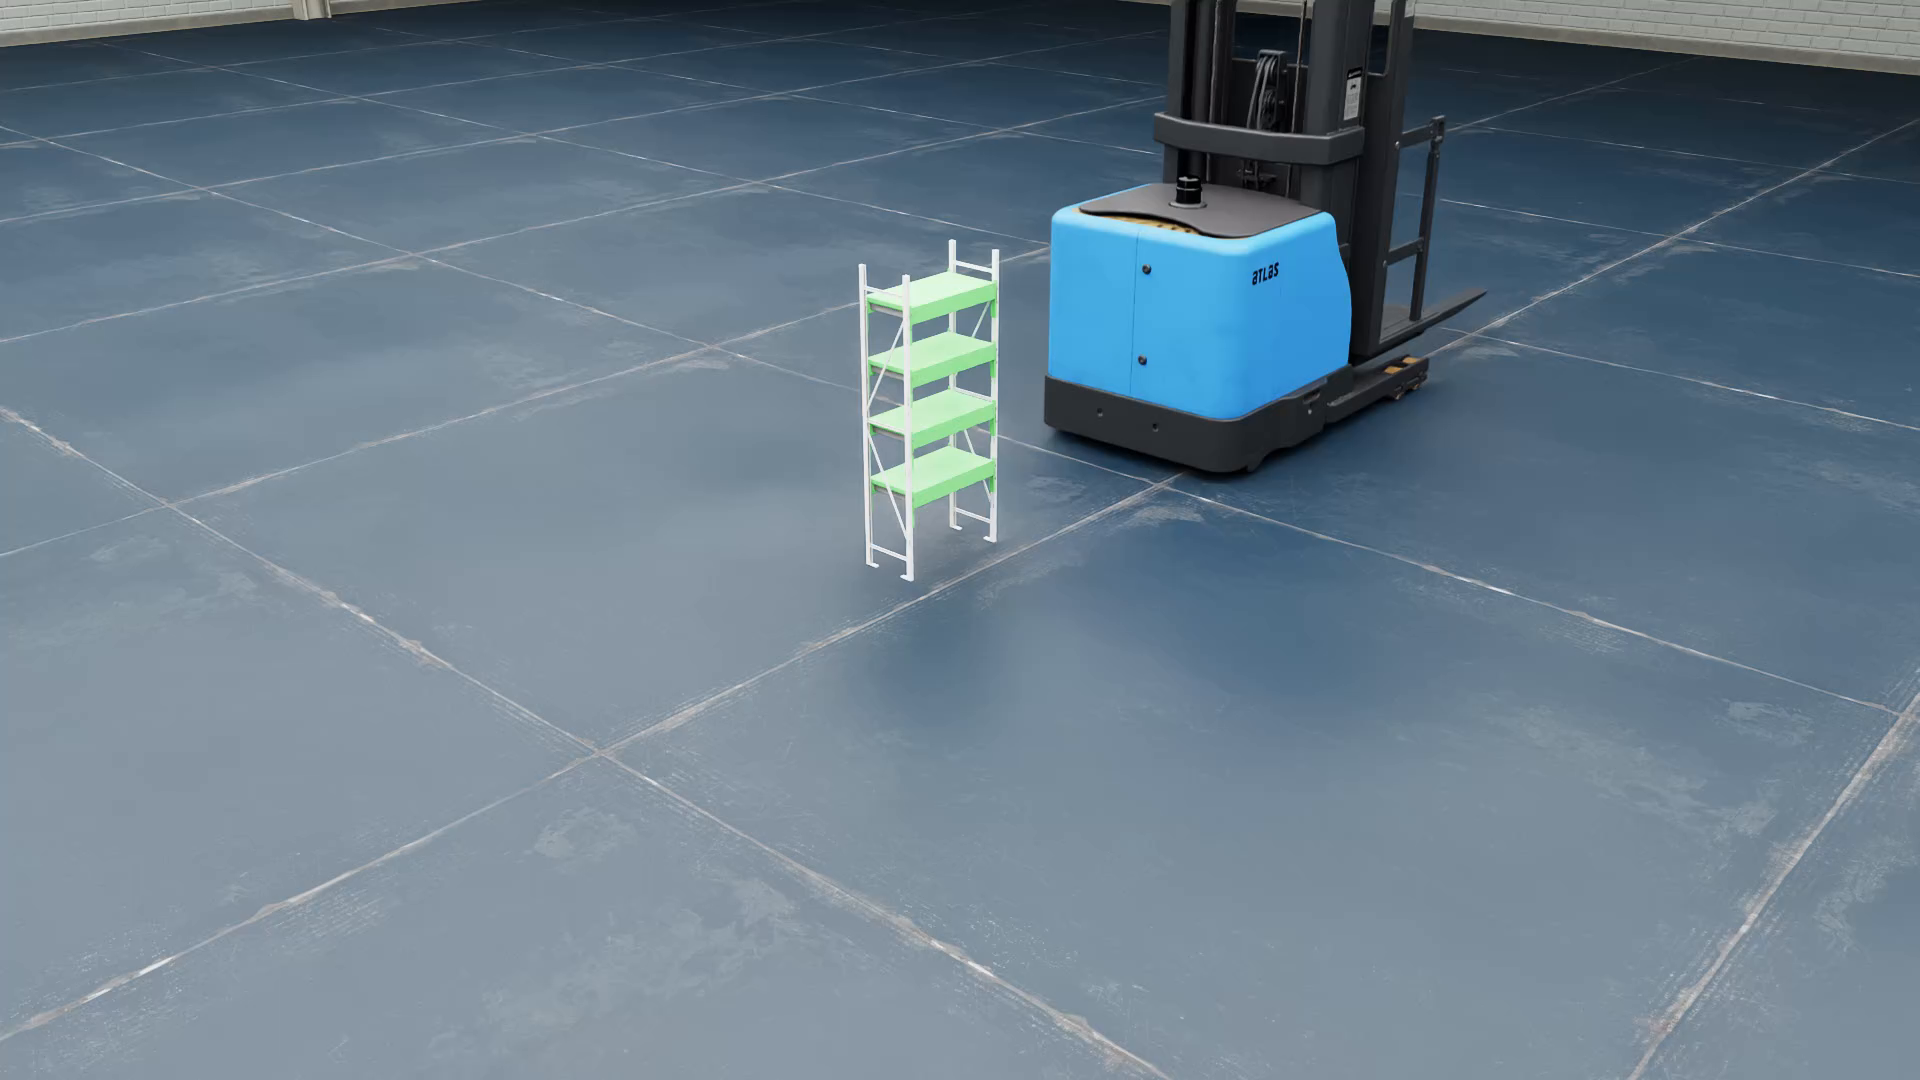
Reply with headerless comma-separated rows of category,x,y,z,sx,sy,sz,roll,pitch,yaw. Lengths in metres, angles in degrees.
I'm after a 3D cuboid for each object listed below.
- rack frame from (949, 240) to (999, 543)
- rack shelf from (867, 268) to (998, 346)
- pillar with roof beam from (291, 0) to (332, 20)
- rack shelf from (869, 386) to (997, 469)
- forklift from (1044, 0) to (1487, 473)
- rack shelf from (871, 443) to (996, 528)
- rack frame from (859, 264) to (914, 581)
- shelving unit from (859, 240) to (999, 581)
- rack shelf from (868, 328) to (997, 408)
rack frame,0.052,-0.571,6.558,0.240,1.200,0.015,20,31,38
rack shelf,-0.110,-0.877,6.222,0.258,0.148,0.480,20,31,38
pillar with roof beam,-5.562,-10.002,18.059,9.100,9.000,0.400,20,31,38
rack shelf,-0.110,-0.439,6.418,0.258,0.148,0.480,20,31,38
forklift,1.730,-2.157,7.979,1.130,2.935,3.031,19,30,36
rack shelf,-0.110,-0.220,6.516,0.258,0.148,0.480,20,31,38
rack frame,-0.273,-0.423,6.226,0.240,1.200,0.015,20,31,38
shelving unit,-0.110,-0.497,6.392,0.258,1.200,0.503,20,31,38
rack shelf,-0.110,-0.658,6.320,0.258,0.148,0.480,20,31,38
